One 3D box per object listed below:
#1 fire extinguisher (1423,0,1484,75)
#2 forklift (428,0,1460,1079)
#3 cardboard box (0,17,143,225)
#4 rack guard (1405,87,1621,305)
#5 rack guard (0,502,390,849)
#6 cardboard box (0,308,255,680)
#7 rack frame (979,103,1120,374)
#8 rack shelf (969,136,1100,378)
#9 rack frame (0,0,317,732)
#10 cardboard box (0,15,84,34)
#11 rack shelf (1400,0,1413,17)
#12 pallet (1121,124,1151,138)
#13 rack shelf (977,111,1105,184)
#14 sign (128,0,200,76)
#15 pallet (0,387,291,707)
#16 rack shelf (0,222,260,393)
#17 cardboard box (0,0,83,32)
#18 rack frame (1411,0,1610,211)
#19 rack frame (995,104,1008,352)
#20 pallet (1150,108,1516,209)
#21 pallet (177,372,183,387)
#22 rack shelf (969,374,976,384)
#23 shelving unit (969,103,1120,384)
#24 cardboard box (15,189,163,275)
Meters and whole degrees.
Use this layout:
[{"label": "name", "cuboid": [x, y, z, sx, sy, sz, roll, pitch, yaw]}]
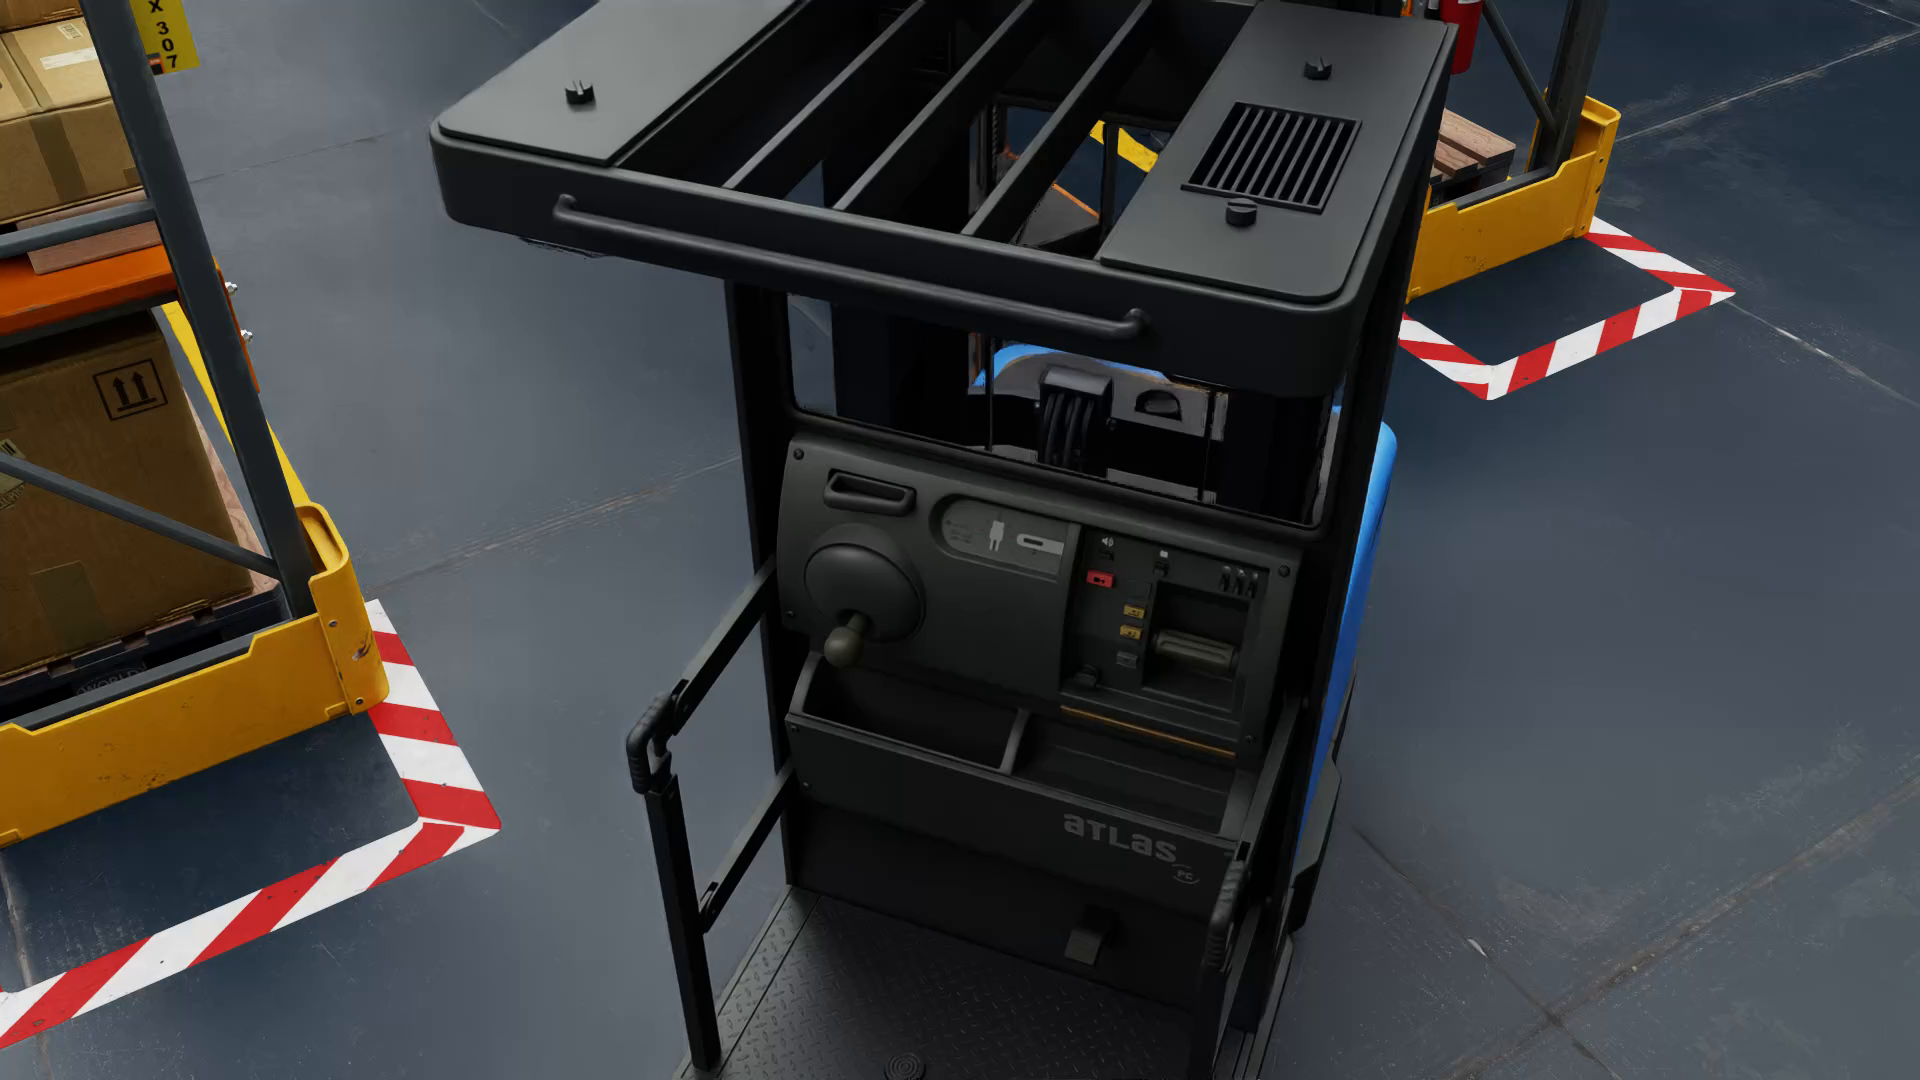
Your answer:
[{"label": "fire extinguisher", "cuboid": [1.678, -1.902, 5.541, 0.296, 0.674, 0.183, -22, 45, -24]}, {"label": "forklift", "cuboid": [0.038, 0.171, 2.755, 1.130, 2.935, 3.031, 14, 42, 16]}, {"label": "cardboard box", "cuboid": [-2.227, -1.017, 4.012, 0.500, 0.250, 0.500, -23, 45, -25]}, {"label": "rack guard", "cuboid": [2.004, -1.344, 6.473, 1.175, 0.500, 0.348, -22, 45, -24]}, {"label": "rack guard", "cuboid": [-2.183, 0.365, 4.421, 1.175, 0.500, 0.348, -22, 45, -24]}, {"label": "cardboard box", "cuboid": [-2.608, -0.271, 4.564, 0.875, 0.875, 0.875, -22, 45, -24]}, {"label": "rack frame", "cuboid": [0.220, -0.586, 4.313, 0.400, 2.100, 0.015, -22, 45, -24]}, {"label": "rack shelf", "cuboid": [0.089, -0.707, 4.479, 0.431, 0.518, 0.480, -22, 45, -24]}, {"label": "rack frame", "cuboid": [-2.196, -0.608, 3.637, 1.000, 3.000, 0.127, -22, 45, -24]}, {"label": "cardboard box", "cuboid": [-2.512, -1.295, 4.346, 0.500, 0.250, 0.500, -23, 45, -25]}, {"label": "rack shelf", "cuboid": [0.904, -3.116, 7.208, 1.077, 0.370, 4.000, -22, 45, -24]}, {"label": "pallet", "cuboid": [0.917, -2.358, 7.915, 1.003, 0.211, 1.213, -22, 45, -24]}, {"label": "rack shelf", "cuboid": [0.089, -1.245, 4.031, 0.431, 0.518, 0.480, -22, 45, -24]}, {"label": "sign", "cuboid": [-1.725, -1.159, 3.559, 0.100, 0.325, 0.005, -22, 45, -24]}, {"label": "pallet", "cuboid": [-2.692, 0.059, 5.015, 1.003, 0.211, 1.213, -22, 45, -24]}, {"label": "rack shelf", "cuboid": [-3.272, -1.411, 5.162, 1.077, 0.370, 4.000, -22, 45, -24]}, {"label": "cardboard box", "cuboid": [-2.496, -1.575, 4.096, 0.500, 0.500, 0.500, -23, 45, -25]}, {"label": "rack frame", "cuboid": [1.980, -2.313, 5.683, 1.000, 3.000, 0.127, -22, 45, -24]}, {"label": "rack frame", "cuboid": [-0.042, -0.849, 4.629, 0.400, 2.100, 0.015, -22, 45, -24]}, {"label": "pallet", "cuboid": [1.569, -1.700, 7.125, 1.003, 0.211, 1.213, -22, 45, -24]}, {"label": "pallet", "cuboid": [-3.344, -0.599, 5.804, 1.003, 0.211, 1.213, -22, 45, -24]}, {"label": "rack shelf", "cuboid": [0.089, -0.169, 4.927, 0.431, 0.518, 0.480, -22, 45, -24]}, {"label": "shelving unit", "cuboid": [0.089, -0.717, 4.471, 0.431, 2.100, 0.503, -22, 45, -24]}, {"label": "cardboard box", "cuboid": [-2.109, -0.817, 4.083, 0.380, 0.149, 0.250, -22, 44, -24]}]
